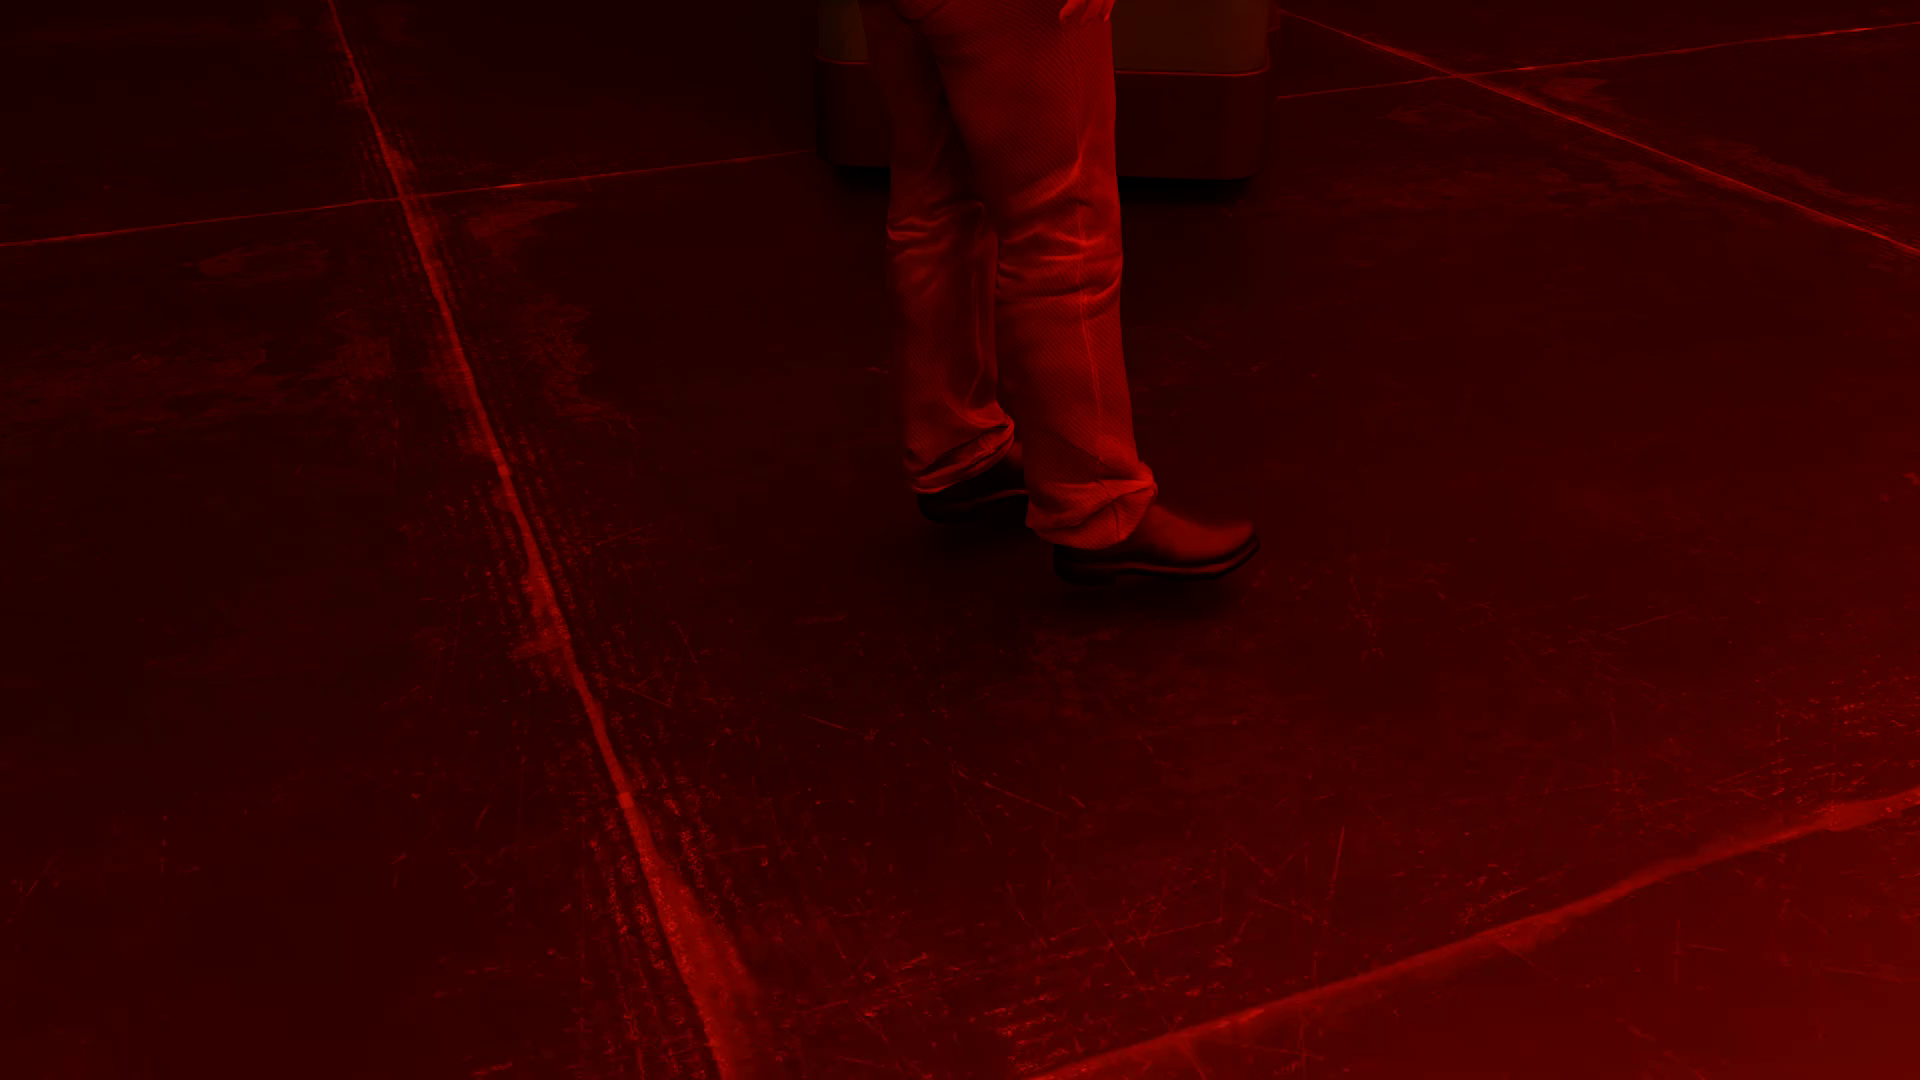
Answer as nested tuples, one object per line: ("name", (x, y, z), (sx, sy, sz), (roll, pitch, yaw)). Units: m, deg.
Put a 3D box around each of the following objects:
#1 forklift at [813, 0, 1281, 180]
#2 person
("forklift", (0.358, -2.800, 4.455), (1.130, 2.935, 3.031), (4, 30, 6))
("person", (0.060, -0.797, 2.064), (0.568, 1.720, 0.631), (-11, 32, -19))
